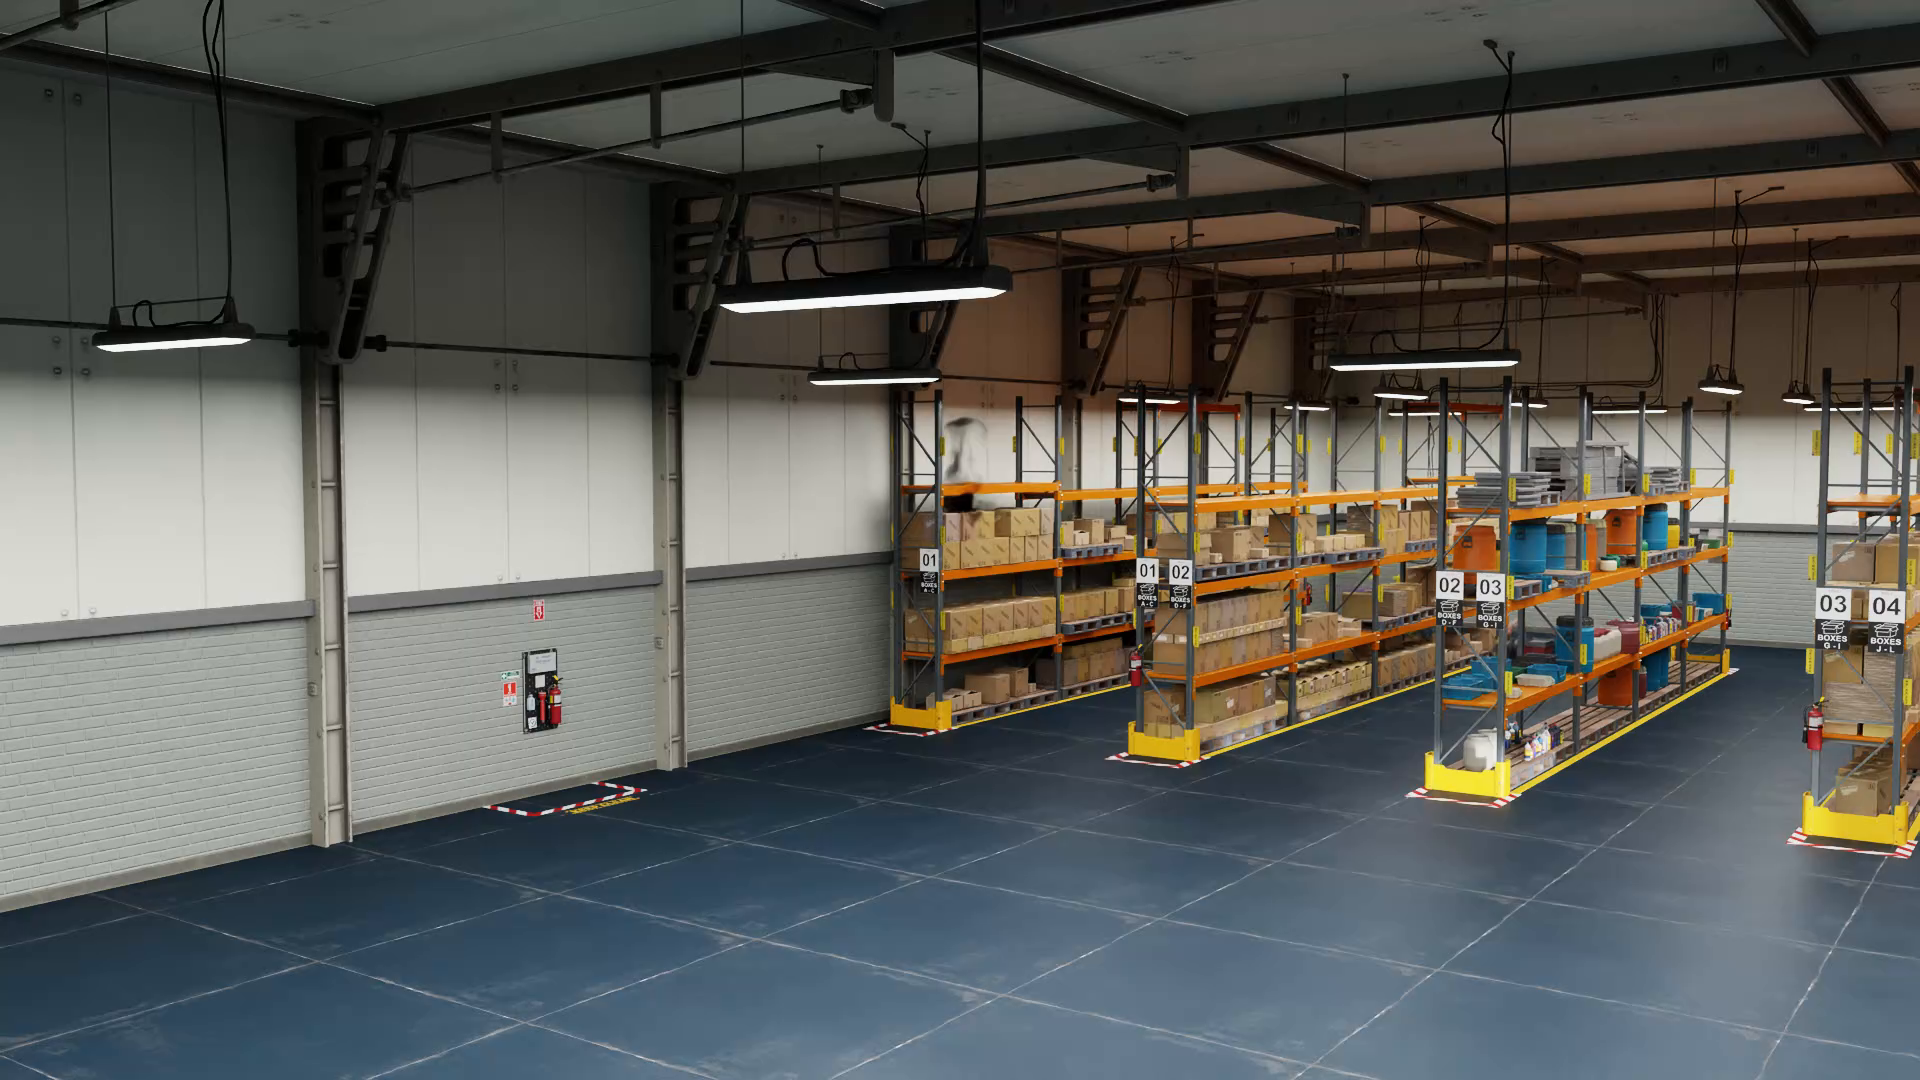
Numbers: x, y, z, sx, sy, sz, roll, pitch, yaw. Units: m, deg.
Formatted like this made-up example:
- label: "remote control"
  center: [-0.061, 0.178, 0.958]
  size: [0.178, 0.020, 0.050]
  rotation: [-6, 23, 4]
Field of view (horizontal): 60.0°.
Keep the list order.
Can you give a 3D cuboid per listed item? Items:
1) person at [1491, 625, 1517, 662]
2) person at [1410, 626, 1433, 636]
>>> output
- label: "person"
  center: [10.244, 2.419, 31.155]
  size: [0.661, 1.682, 0.585]
  rotation: [3, 4, 40]
- label: "person"
  center: [11.838, 1.773, 41.714]
  size: [0.977, 1.772, 0.711]
  rotation: [2, 4, 36]
